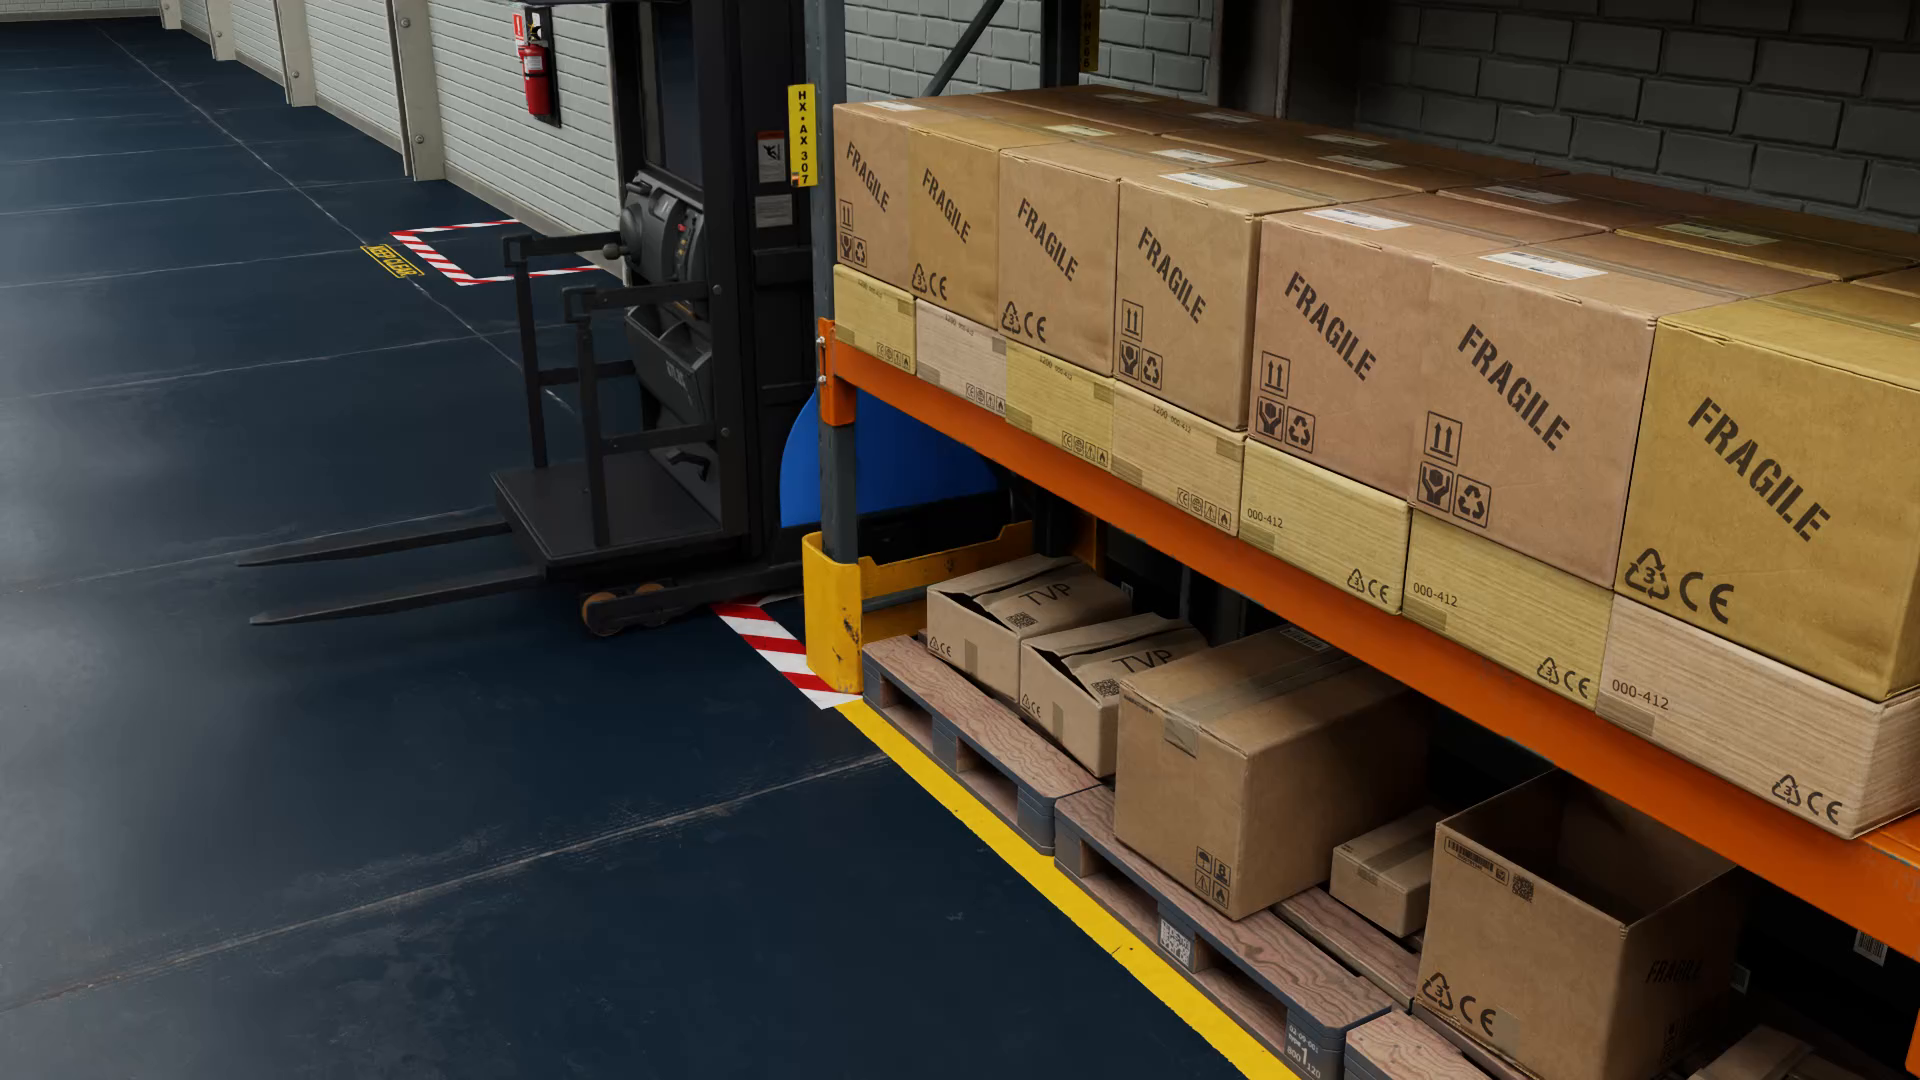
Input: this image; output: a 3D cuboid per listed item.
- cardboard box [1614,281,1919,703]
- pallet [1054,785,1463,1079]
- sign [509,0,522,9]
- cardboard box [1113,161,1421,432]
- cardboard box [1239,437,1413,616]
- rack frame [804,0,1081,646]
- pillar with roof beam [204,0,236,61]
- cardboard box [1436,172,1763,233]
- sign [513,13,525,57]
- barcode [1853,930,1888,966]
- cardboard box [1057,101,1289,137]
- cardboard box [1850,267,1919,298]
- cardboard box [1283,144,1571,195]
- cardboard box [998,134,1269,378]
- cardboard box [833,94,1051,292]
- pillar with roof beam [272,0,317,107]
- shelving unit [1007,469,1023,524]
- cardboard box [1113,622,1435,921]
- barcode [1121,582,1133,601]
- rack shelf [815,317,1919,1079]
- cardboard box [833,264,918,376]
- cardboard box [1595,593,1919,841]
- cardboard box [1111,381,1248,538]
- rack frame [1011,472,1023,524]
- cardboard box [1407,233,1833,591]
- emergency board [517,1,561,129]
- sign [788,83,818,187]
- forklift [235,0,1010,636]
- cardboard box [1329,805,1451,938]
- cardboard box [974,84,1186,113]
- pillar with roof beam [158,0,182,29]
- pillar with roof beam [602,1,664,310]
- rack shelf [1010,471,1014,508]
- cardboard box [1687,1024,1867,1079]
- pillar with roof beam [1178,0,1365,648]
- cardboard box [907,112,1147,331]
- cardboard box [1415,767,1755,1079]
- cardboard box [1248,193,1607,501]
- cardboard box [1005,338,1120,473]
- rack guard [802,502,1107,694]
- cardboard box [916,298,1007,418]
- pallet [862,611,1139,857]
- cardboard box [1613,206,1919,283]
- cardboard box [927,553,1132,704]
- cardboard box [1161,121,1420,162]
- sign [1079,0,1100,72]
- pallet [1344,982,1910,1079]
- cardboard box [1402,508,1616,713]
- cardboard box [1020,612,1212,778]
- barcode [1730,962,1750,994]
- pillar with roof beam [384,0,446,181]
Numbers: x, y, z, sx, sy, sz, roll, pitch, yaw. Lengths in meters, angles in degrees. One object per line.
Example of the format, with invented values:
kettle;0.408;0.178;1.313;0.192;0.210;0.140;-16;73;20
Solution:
cardboard box;1.494;-0.107;2.768;0.500;0.500;0.500;-13;25;-28
pallet;1.000;0.960;4.670;1.003;0.211;1.213;-13;25;-28
sign;-3.435;-4.168;12.831;0.001;0.109;0.331;-13;25;-28
cardboard box;0.719;-0.601;3.982;0.500;0.500;0.500;-12;25;-27
cardboard box;0.981;-0.084;3.706;0.500;0.250;0.500;-13;25;-29
rack frame;-0.042;-1.021;5.840;1.000;3.000;0.127;-13;25;-28
pillar with roof beam;-14.902;-10.681;21.639;9.100;9.000;0.400;-13;25;-28
cardboard box;1.430;-0.536;3.824;0.500;0.500;0.500;-12;25;-27
sign;-3.429;-3.926;12.939;0.001;0.329;0.234;-13;25;-28
barcode;1.931;0.859;3.525;0.001;0.075;0.075;-13;25;-28
cardboard box;0.630;-1.032;5.043;0.500;0.500;0.500;-12;25;-28
cardboard box;1.940;-0.206;3.010;0.500;0.500;0.500;-13;26;-29
cardboard box;1.155;-0.702;4.232;0.500;0.500;0.500;-12;25;-28
cardboard box;0.446;-0.765;4.388;0.500;0.500;0.500;-14;26;-30
cardboard box;-0.057;-1.096;5.201;0.500;0.500;0.500;-13;25;-28
pillar with roof beam;-11.837;-8.739;16.860;9.100;9.000;0.400;-13;25;-28
shelving unit;0.239;-0.755;7.125;0.431;1.500;0.755;-9;23;-28
cardboard box;0.857;0.606;4.572;0.700;0.500;0.500;-14;26;-32
barcode;0.587;0.187;5.843;0.001;0.075;0.075;-13;25;-28
rack shelf;0.979;-0.040;4.382;1.077;0.370;4.000;-13;25;-28
cardboard box;-0.066;-0.742;5.325;0.500;0.250;0.500;-13;26;-30
cardboard box;1.498;0.239;2.912;0.500;0.250;0.500;-13;25;-28
cardboard box;0.723;-0.246;4.106;0.500;0.250;0.500;-12;25;-28
rack frame;0.415;-0.639;6.826;0.400;1.500;0.023;-9;23;-28
cardboard box;1.234;-0.267;3.162;0.500;0.500;0.500;-13;25;-29
emergency board;-3.236;-3.710;12.456;0.194;1.169;0.643;-13;25;-28
sign;-0.509;-1.318;5.420;0.100;0.325;0.005;-13;25;-28
forklift;-1.340;-1.214;6.406;3.031;2.935;1.130;-11;24;-24
cardboard box;1.201;0.869;4.391;0.380;0.149;0.250;-15;26;-32
cardboard box;0.381;-1.196;5.448;0.500;0.500;0.500;-13;25;-29
pillar with roof beam;-17.967;-12.623;26.417;9.100;9.000;0.400;-13;25;-28
pillar with roof beam;-5.707;-4.854;7.303;9.100;9.000;0.400;-13;25;-28
rack shelf;0.227;-0.449;7.237;0.431;0.370;0.720;-9;23;-28
cardboard box;1.702;1.215;3.517;0.380;0.166;0.250;-17;27;-35
pillar with roof beam;-2.642;-2.912;2.525;9.100;9.000;0.400;-13;25;-28
cardboard box;0.187;-0.934;4.802;0.500;0.500;0.500;-13;25;-28
cardboard box;1.436;0.900;3.850;0.500;0.500;0.500;-15;26;-32
cardboard box;0.986;-0.432;3.568;0.500;0.500;0.500;-13;26;-30
cardboard box;0.467;-0.410;4.510;0.500;0.250;0.500;-13;26;-29
rack guard;-0.003;0.162;6.250;1.175;0.500;0.348;-13;25;-28
cardboard box;0.212;-0.576;4.919;0.500;0.250;0.500;-13;26;-30
pallet;0.381;0.565;5.641;1.003;0.211;1.213;-13;25;-28
cardboard box;1.679;-0.374;3.424;0.500;0.500;0.500;-13;25;-29
cardboard box;0.234;0.262;5.670;0.500;0.311;0.500;-16;27;-34
cardboard box;0.898;-0.865;4.633;0.500;0.500;0.500;-13;26;-30
sign;0.445;-1.804;5.809;0.100;0.325;0.005;-13;25;-28
pallet;1.627;1.355;3.697;1.003;0.211;1.213;-13;25;-28
cardboard box;1.251;0.076;3.313;0.500;0.250;0.500;-12;25;-28
cardboard box;0.525;0.447;5.216;0.500;0.311;0.500;-10;24;-24
barcode;1.825;1.025;3.914;0.001;0.075;0.075;-13;25;-28
pillar with roof beam;-8.772;-6.796;12.082;9.100;9.000;0.400;-13;25;-28
